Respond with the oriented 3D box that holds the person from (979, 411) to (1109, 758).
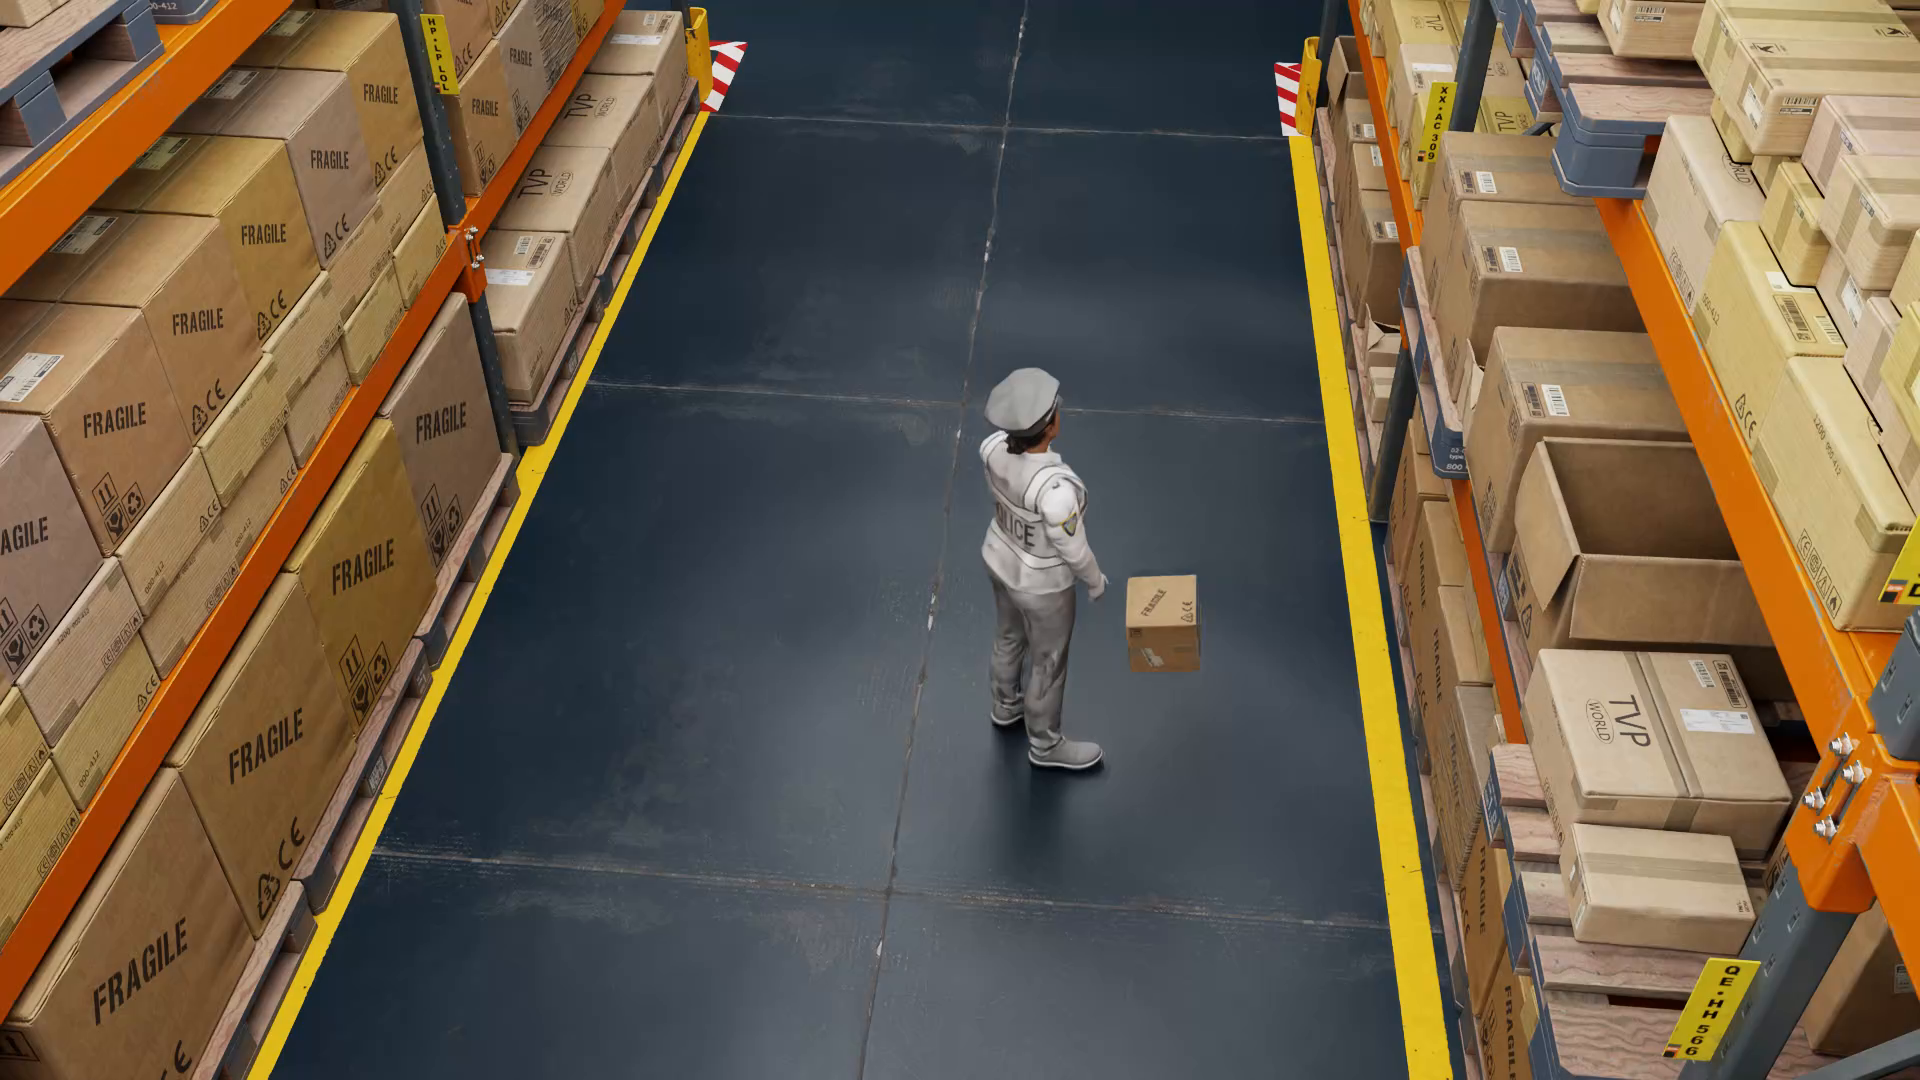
[{"bbox_3d":[-3.146,1.479,3.992,8.763,2.202,0.661,-24,46,-25],"label":"person"}]
